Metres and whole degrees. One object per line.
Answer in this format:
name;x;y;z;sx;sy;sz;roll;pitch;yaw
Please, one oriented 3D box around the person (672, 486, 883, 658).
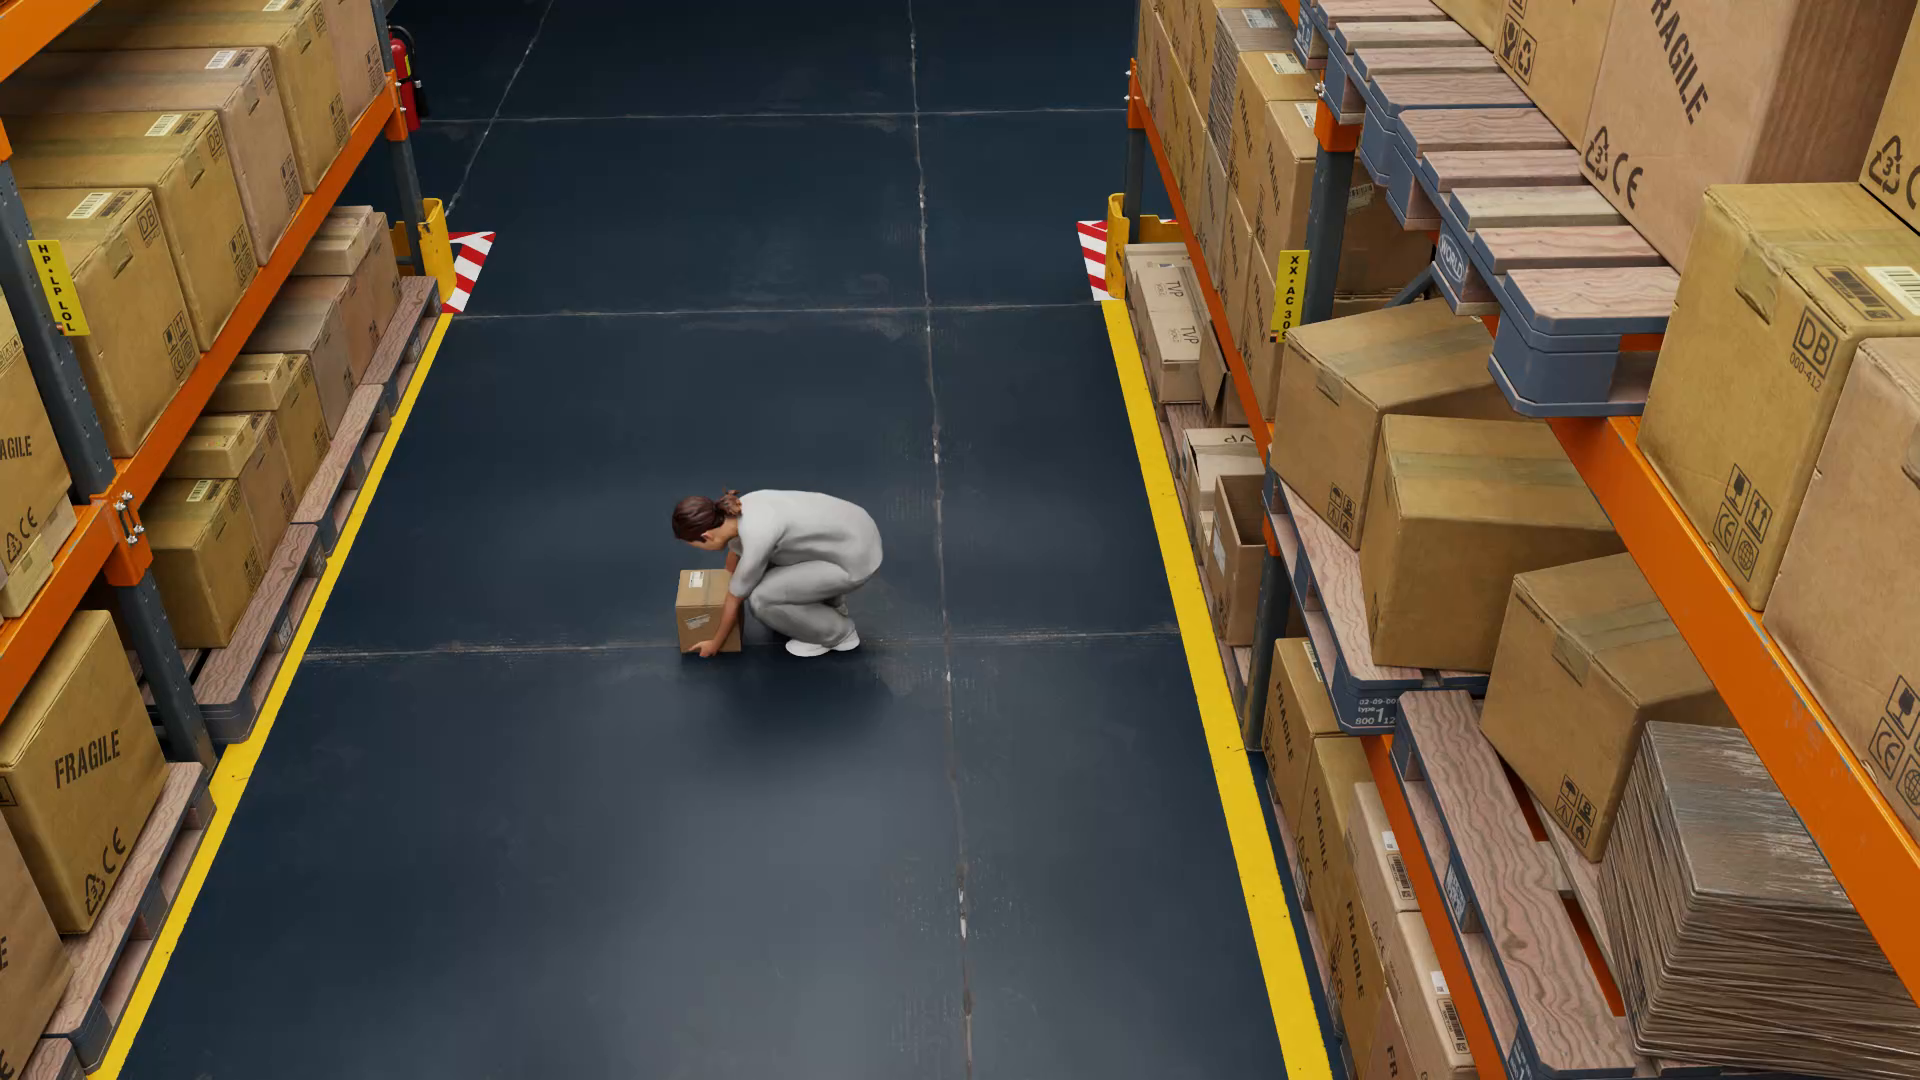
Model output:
person;-0.735;0.117;6.835;0.842;0.808;0.460;-2;35;-3
